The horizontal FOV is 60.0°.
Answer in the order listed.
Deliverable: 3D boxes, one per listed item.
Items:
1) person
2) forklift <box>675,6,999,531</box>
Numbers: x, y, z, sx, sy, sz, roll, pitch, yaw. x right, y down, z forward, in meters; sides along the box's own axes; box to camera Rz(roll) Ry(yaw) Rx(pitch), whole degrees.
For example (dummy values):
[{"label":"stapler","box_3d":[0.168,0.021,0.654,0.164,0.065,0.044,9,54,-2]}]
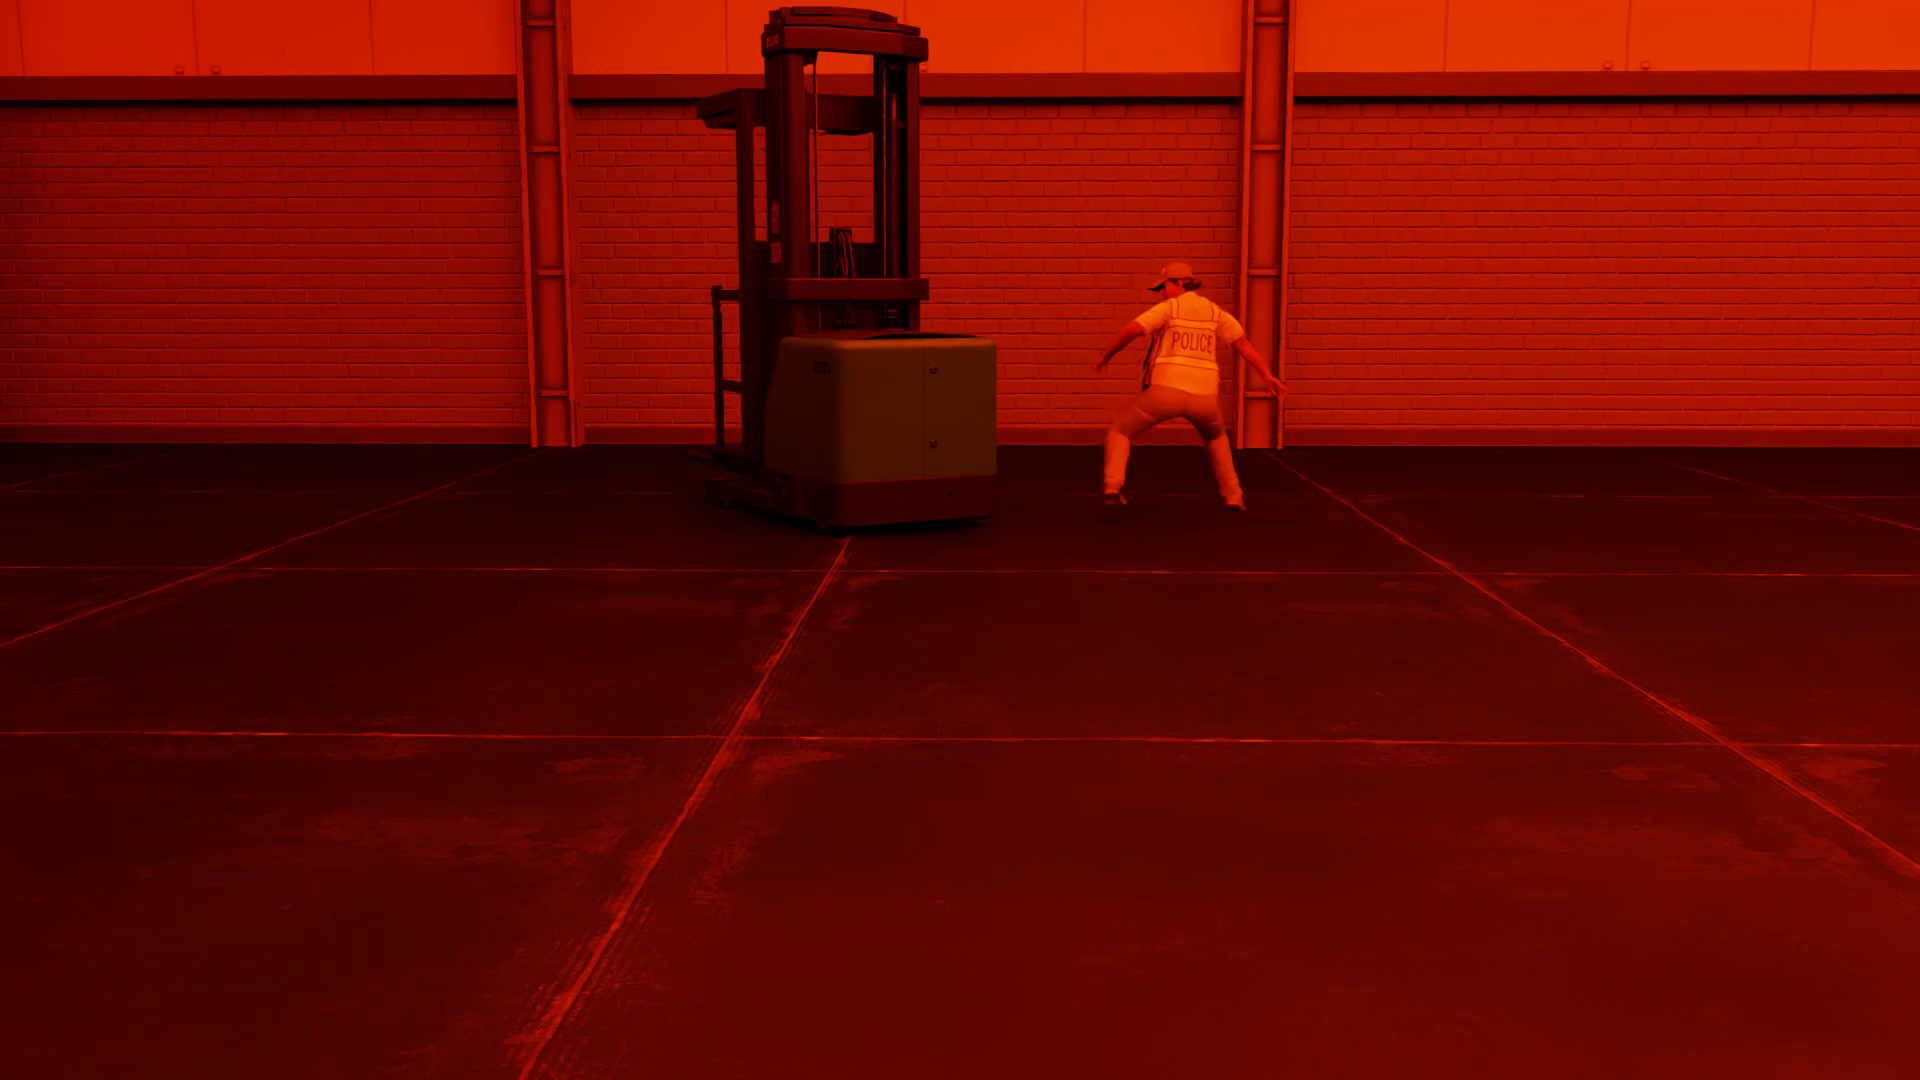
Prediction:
[{"label":"person","box_3d":[1.351,-0.858,9.936,1.128,1.591,0.510,-2,9,-10]},{"label":"forklift","box_3d":[-0.945,-1.681,10.304,1.130,2.935,3.031,-5,10,-30]}]
